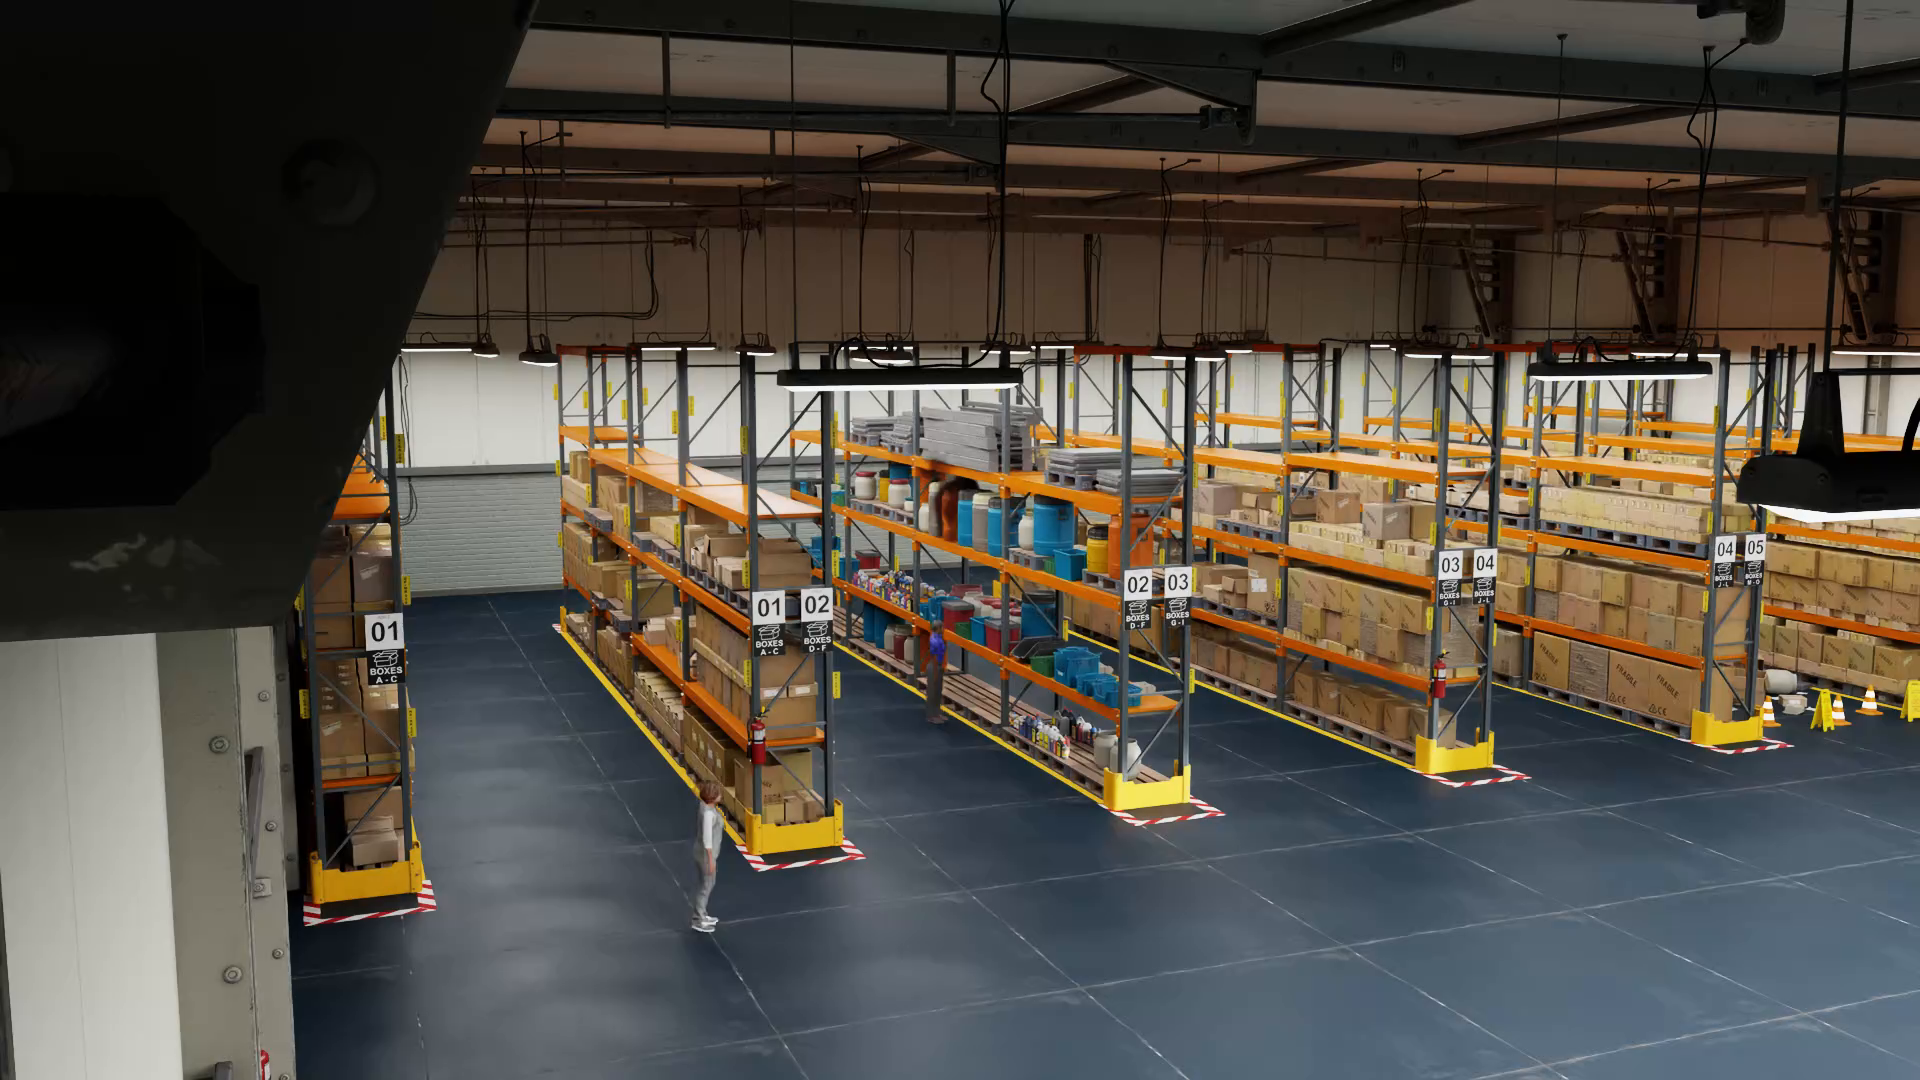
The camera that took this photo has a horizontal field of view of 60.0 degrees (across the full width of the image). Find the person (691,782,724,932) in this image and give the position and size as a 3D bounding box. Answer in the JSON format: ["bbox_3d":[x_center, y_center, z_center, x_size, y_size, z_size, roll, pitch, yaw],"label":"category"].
[{"bbox_3d":[-2.669,3.331,17.527,0.366,1.597,0.553,-1,7,-7],"label":"person"}]

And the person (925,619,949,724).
[{"bbox_3d":[-0.368,2.102,26.728,0.370,1.676,0.461,0,7,3],"label":"person"}]

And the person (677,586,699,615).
[{"bbox_3d":[-5.858,0.890,35.929,0.594,1.728,1.047,-3,8,-24],"label":"person"}]

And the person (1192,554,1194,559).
[{"bbox_3d":[4.731,1.125,34.484,0.529,1.813,0.881,-3,8,-20],"label":"person"}]
